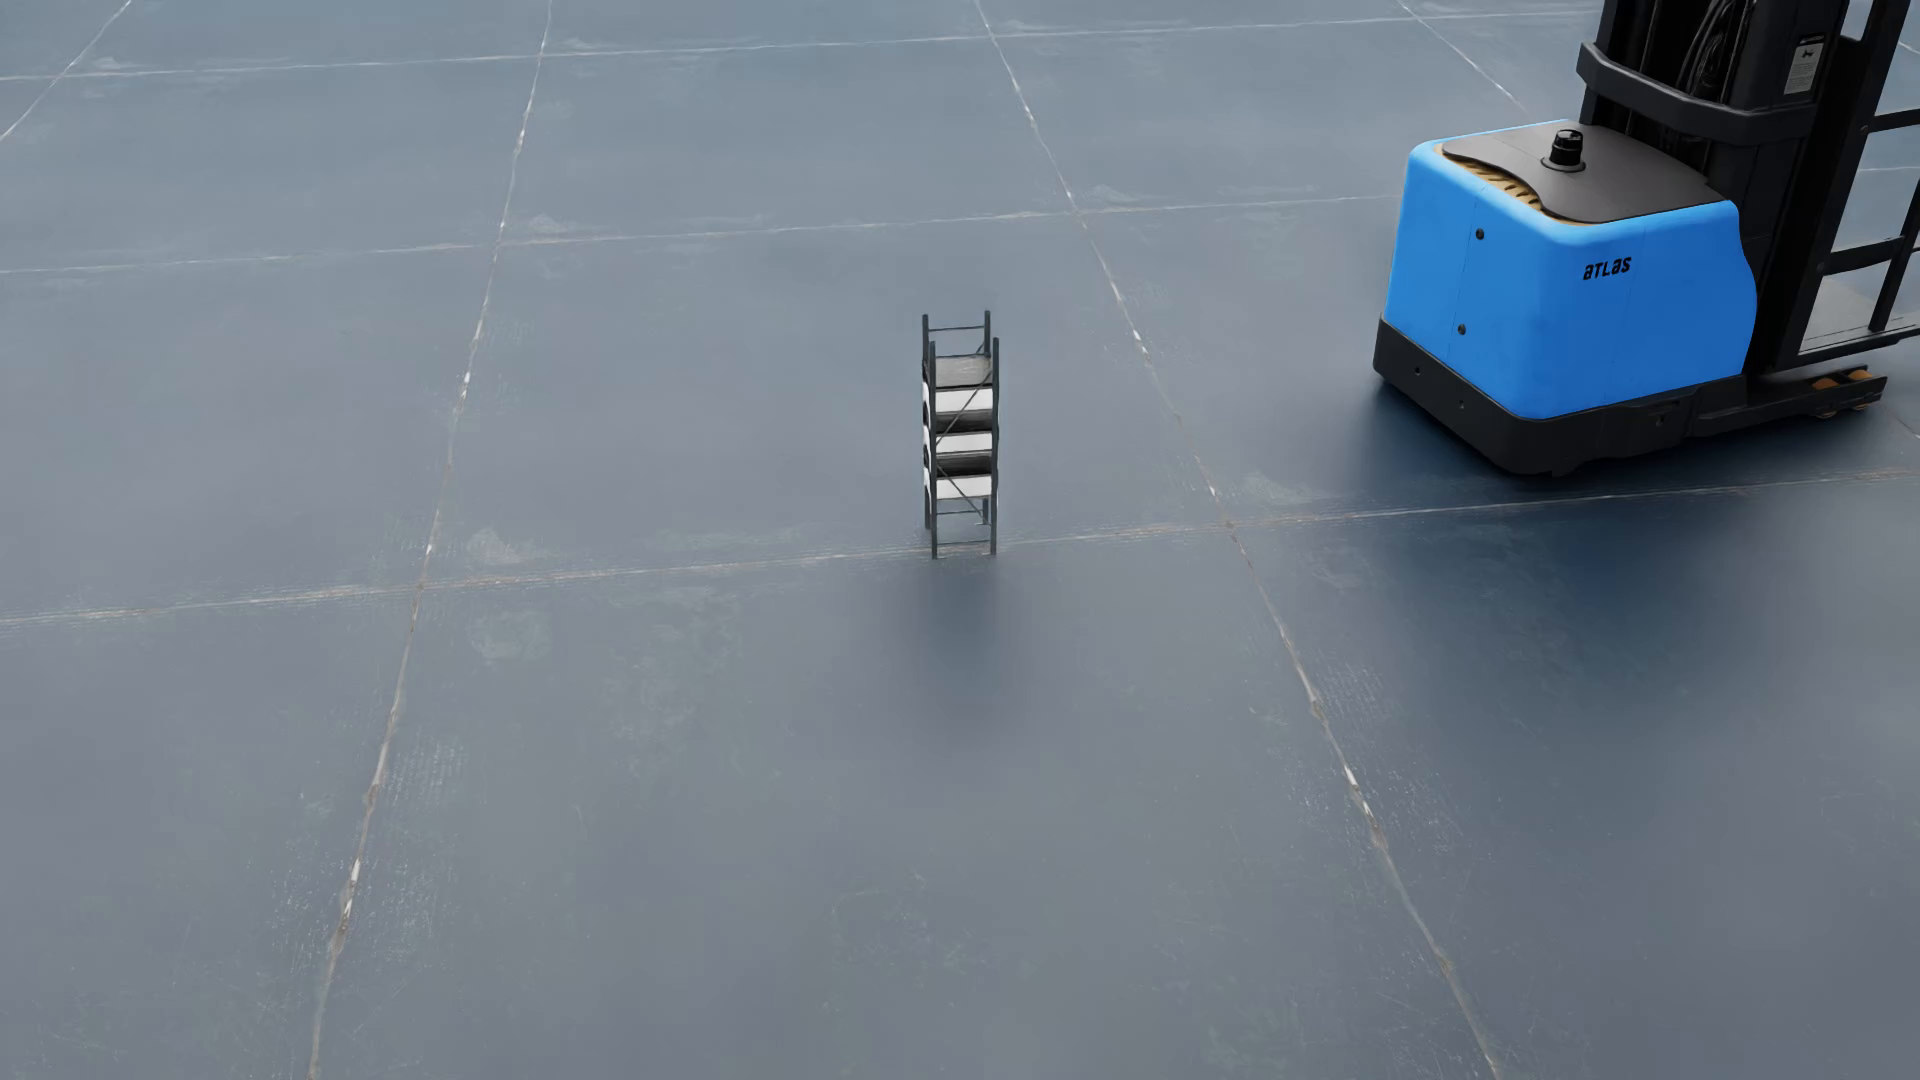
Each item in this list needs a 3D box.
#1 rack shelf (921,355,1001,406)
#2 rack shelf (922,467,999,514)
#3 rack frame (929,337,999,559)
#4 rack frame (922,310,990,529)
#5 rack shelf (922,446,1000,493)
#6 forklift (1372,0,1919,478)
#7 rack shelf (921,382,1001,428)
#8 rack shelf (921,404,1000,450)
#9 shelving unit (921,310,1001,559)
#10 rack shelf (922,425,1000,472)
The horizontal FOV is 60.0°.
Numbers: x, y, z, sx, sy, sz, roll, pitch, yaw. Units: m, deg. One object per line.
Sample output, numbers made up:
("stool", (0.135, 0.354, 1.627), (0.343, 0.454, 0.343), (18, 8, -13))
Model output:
("rack shelf", (0.001, -0.563, 5.857), (0.258, 0.077, 0.200), (-4, 35, -6))
("rack shelf", (0.001, -0.191, 6.110), (0.258, 0.077, 0.200), (-4, 35, -6))
("rack frame", (0.015, -0.311, 5.907), (0.240, 0.900, 0.006), (-4, 35, -6))
("rack frame", (-0.013, -0.424, 6.073), (0.240, 0.900, 0.006), (-4, 35, -6))
("rack shelf", (0.001, -0.265, 6.059), (0.258, 0.077, 0.200), (-4, 35, -6))
("forklift", (3.361, -1.984, 6.558), (3.031, 2.935, 1.130), (-13, 36, -18))
("rack shelf", (0.001, -0.489, 5.907), (0.258, 0.077, 0.200), (-4, 35, -6))
("rack shelf", (0.001, -0.414, 5.958), (0.258, 0.077, 0.200), (-4, 35, -6))
("shelving unit", (0.001, -0.367, 5.990), (0.258, 0.900, 0.210), (-4, 35, -6))
("rack shelf", (0.001, -0.340, 6.009), (0.258, 0.077, 0.200), (-4, 35, -6))
